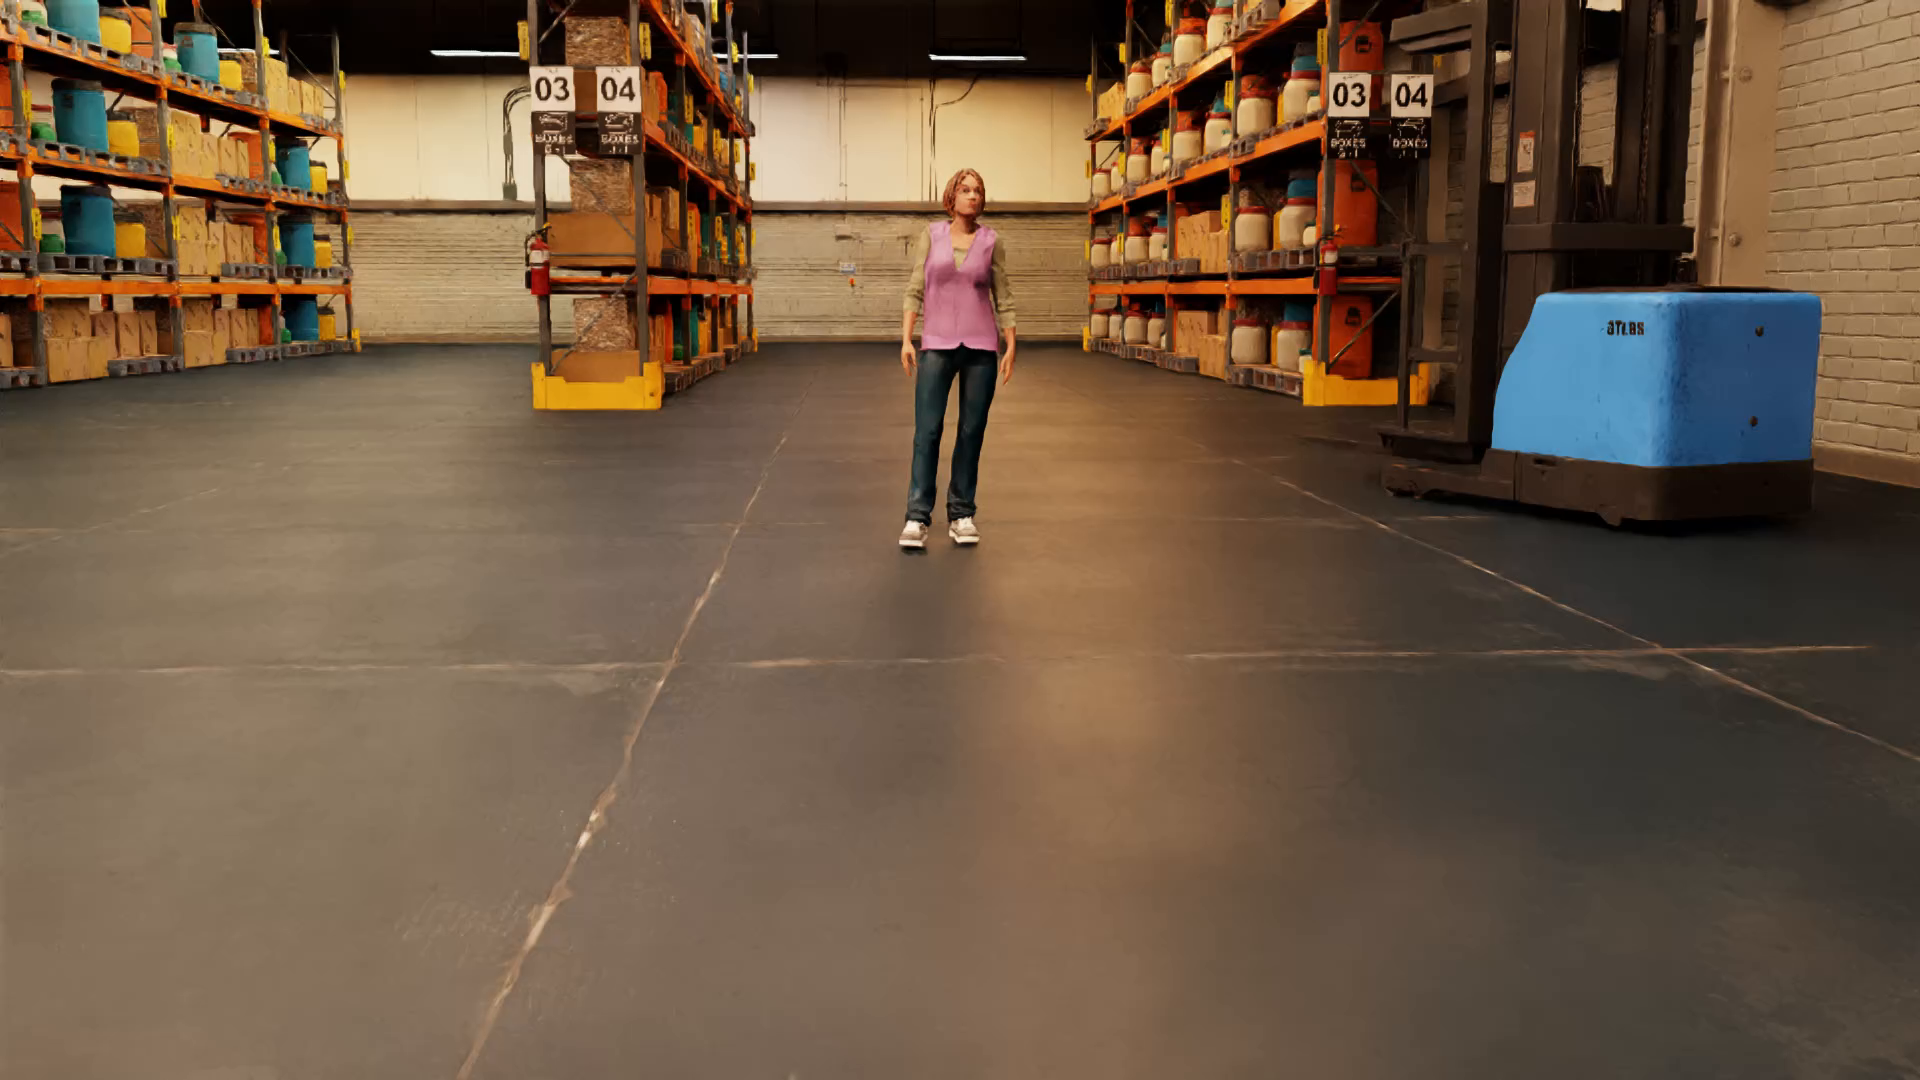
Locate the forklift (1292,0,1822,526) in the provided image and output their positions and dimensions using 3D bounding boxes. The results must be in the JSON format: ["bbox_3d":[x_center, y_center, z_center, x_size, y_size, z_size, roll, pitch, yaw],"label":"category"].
[{"bbox_3d":[2.934,-1.692,8.723,1.130,2.935,3.031,-4,9,-23],"label":"forklift"}]

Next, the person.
[{"bbox_3d":[-0.009,-0.786,7.118,0.520,1.597,0.474,-1,8,-4],"label":"person"}]
